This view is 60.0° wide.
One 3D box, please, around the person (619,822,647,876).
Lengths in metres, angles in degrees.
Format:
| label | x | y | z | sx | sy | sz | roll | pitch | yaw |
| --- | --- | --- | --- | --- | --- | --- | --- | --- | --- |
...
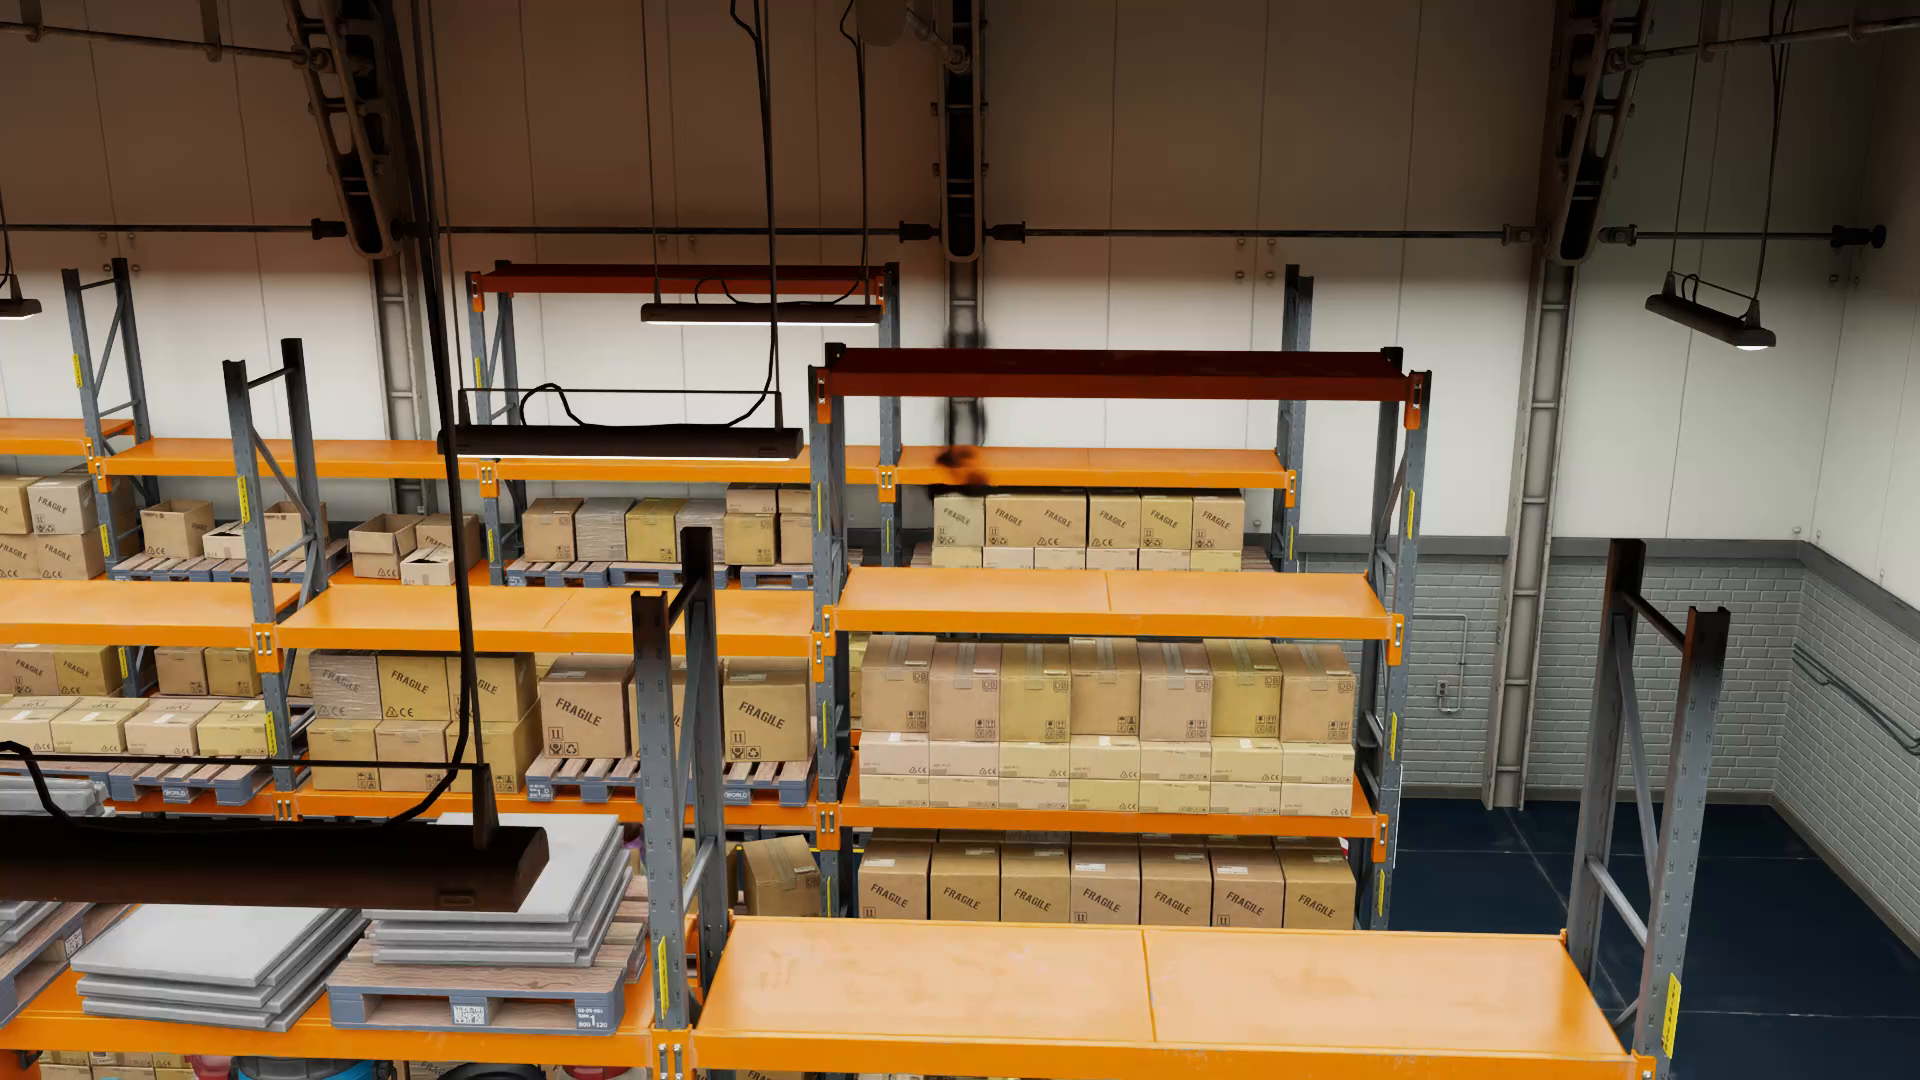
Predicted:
| label | x | y | z | sx | sy | sz | roll | pitch | yaw |
| --- | --- | --- | --- | --- | --- | --- | --- | --- | --- |
| person | -2.935 | 3.193 | 14.742 | 0.667 | 1.604 | 0.508 | 2 | 16 | 7 |
